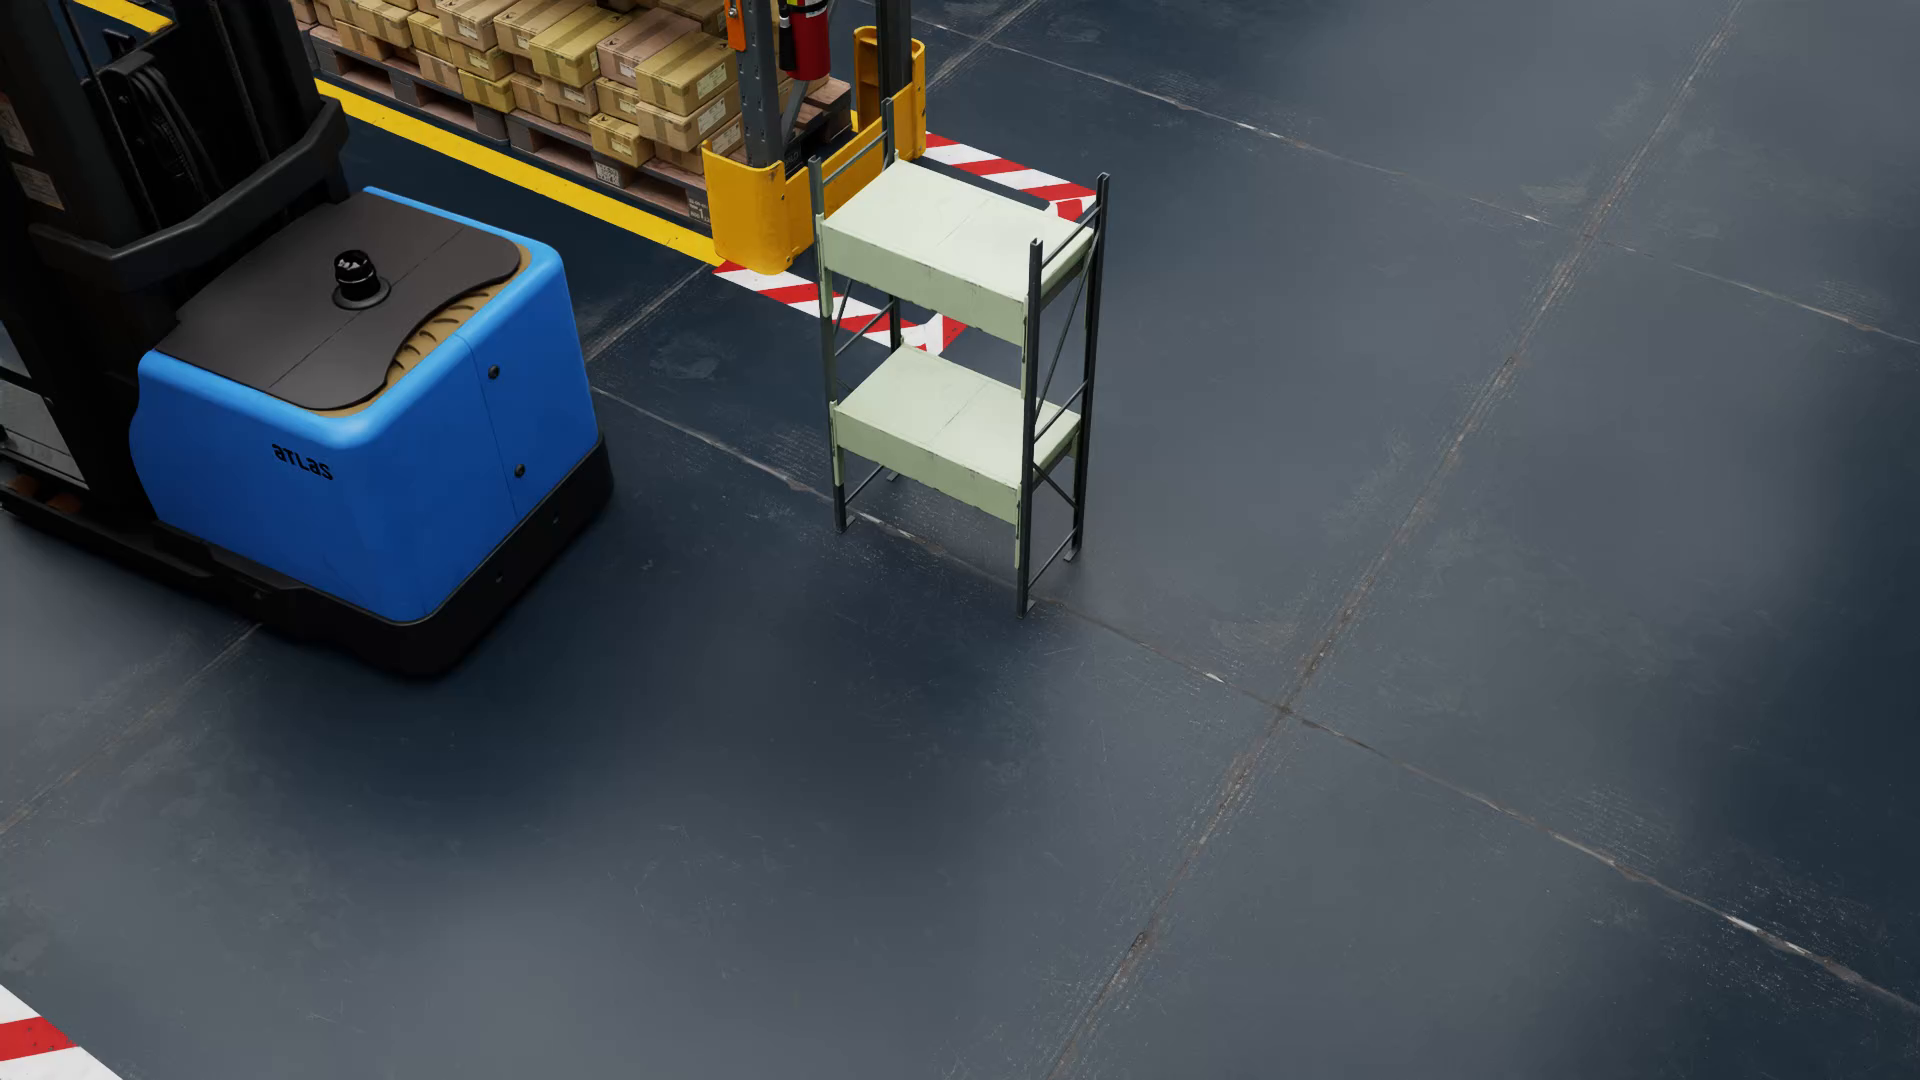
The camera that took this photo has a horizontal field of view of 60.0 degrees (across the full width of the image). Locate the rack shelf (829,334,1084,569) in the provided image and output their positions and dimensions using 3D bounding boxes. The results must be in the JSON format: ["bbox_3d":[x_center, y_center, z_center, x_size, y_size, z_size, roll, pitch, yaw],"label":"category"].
[{"bbox_3d":[-0.006,-0.298,5.448,0.720,0.370,0.431,25,51,22],"label":"rack shelf"}]

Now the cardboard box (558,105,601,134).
[{"bbox_3d":[-1.525,-1.923,7.222,0.250,0.149,0.380,24,51,22],"label":"cardboard box"}]

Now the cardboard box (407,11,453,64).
[{"bbox_3d":[-2.208,-2.291,7.372,0.250,0.149,0.380,27,52,24],"label":"cardboard box"}]

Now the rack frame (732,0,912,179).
[{"bbox_3d":[-0.523,-2.499,6.087,0.127,3.000,1.000,25,51,22],"label":"rack frame"}]

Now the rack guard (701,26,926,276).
[{"bbox_3d":[-0.587,-1.657,7.012,0.348,0.500,1.175,25,51,22],"label":"rack guard"}]

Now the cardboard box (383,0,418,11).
[{"bbox_3d":[-2.410,-2.529,7.396,0.250,0.149,0.380,25,51,22],"label":"cardboard box"}]

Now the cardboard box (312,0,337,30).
[{"bbox_3d":[-2.809,-2.547,7.828,0.250,0.149,0.380,23,50,21],"label":"cardboard box"}]

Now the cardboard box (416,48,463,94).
[{"bbox_3d":[-2.208,-2.189,7.481,0.250,0.149,0.380,26,51,23],"label":"cardboard box"}]

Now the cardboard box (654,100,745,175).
[{"bbox_3d":[-1.078,-1.730,7.034,0.250,0.149,0.380,26,51,23],"label":"cardboard box"}]

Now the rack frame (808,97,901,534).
[{"bbox_3d":[-0.314,-0.667,5.352,0.023,1.500,0.400,25,51,22],"label":"rack frame"}]

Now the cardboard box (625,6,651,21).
[{"bbox_3d":[-1.279,-2.295,7.376,0.250,0.149,0.380,25,51,23],"label":"cardboard box"}]

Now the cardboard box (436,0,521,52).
[{"bbox_3d":[-2.012,-2.276,7.150,0.250,0.149,0.380,27,51,23],"label":"cardboard box"}]

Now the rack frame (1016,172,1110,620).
[{"bbox_3d":[0.302,-0.384,5.077,0.023,1.500,0.400,25,51,22],"label":"rack frame"}]

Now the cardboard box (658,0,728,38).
[{"bbox_3d":[-1.077,-2.301,7.175,0.250,0.149,0.380,26,51,23],"label":"cardboard box"}]

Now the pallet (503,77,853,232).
[{"bbox_3d":[-1.251,-1.893,7.442,1.213,0.211,1.003,25,51,22],"label":"pallet"}]

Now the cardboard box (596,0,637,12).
[{"bbox_3d":[-1.474,-2.522,7.390,0.250,0.149,0.380,22,50,20],"label":"cardboard box"}]

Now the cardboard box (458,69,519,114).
[{"bbox_3d":[-1.989,-2.071,7.366,0.250,0.149,0.380,23,50,20],"label":"cardboard box"}]

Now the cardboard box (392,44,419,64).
[{"bbox_3d":[-2.380,-2.332,7.620,0.250,0.149,0.380,26,51,23],"label":"cardboard box"}]

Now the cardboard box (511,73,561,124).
[{"bbox_3d":[-1.740,-2.010,7.307,0.250,0.149,0.380,25,51,22],"label":"cardboard box"}]

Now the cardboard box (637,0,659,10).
[{"bbox_3d":[-1.220,-2.476,7.345,0.250,0.149,0.380,25,51,22],"label":"cardboard box"}]

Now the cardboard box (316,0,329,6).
[{"bbox_3d":[-2.827,-2.627,7.699,0.250,0.149,0.380,27,52,24],"label":"cardboard box"}]

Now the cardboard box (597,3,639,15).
[{"bbox_3d":[-1.436,-2.460,7.536,0.250,0.149,0.380,26,51,23],"label":"cardboard box"}]

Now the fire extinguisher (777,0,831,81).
[{"bbox_3d":[-0.560,-1.966,5.883,0.183,0.674,0.296,25,51,22],"label":"fire extinguisher"}]

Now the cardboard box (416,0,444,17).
[{"bbox_3d":[-2.174,-2.445,7.314,0.250,0.149,0.380,23,50,21],"label":"cardboard box"}]

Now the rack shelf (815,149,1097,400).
[{"bbox_3d":[-0.006,-0.797,4.935,0.720,0.370,0.431,25,51,22],"label":"rack shelf"}]

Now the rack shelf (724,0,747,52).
[{"bbox_3d":[-2.206,-3.023,7.097,4.000,0.370,1.077,25,51,22],"label":"rack shelf"}]

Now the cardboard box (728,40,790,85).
[{"bbox_3d":[-0.825,-2.113,7.200,0.250,0.149,0.380,27,52,24],"label":"cardboard box"}]

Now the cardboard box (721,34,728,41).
[{"bbox_3d":[-1.025,-2.253,7.336,0.250,0.149,0.380,24,51,22],"label":"cardboard box"}]

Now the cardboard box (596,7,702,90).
[{"bbox_3d":[-1.286,-2.043,6.924,0.250,0.149,0.380,26,51,23],"label":"cardboard box"}]

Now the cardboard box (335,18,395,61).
[{"bbox_3d":[-2.642,-2.388,7.674,0.250,0.149,0.380,23,50,21],"label":"cardboard box"}]

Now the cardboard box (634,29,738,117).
[{"bbox_3d":[-1.105,-1.911,6.796,0.250,0.149,0.380,25,51,23],"label":"cardboard box"}]

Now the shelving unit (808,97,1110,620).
[{"bbox_3d":[-0.006,-0.525,5.215,0.755,1.500,0.431,25,51,22],"label":"shelving unit"}]

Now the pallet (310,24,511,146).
[{"bbox_3d":[-2.274,-2.365,7.901,1.213,0.211,1.003,25,51,22],"label":"pallet"}]

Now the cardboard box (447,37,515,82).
[{"bbox_3d":[-2.002,-2.180,7.265,0.250,0.149,0.380,25,51,23],"label":"cardboard box"}]

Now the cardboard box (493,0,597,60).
[{"bbox_3d":[-1.756,-2.205,7.082,0.250,0.149,0.380,23,50,21],"label":"cardboard box"}]

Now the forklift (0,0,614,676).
[{"bbox_3d":[-2.765,-1.343,5.012,3.031,2.935,1.130,20,49,18],"label":"forklift"}]

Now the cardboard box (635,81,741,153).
[{"bbox_3d":[-1.121,-1.788,6.883,0.250,0.149,0.380,23,50,21],"label":"cardboard box"}]

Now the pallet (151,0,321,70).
[{"bbox_3d":[-3.305,-2.837,8.360,1.213,0.211,1.003,25,51,22],"label":"pallet"}]

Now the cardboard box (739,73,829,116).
[{"bbox_3d":[-0.791,-2.048,7.344,0.250,0.149,0.380,26,51,23],"label":"cardboard box"}]

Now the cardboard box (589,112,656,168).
[{"bbox_3d":[-1.349,-1.768,7.072,0.250,0.149,0.380,26,51,23],"label":"cardboard box"}]

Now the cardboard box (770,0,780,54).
[{"bbox_3d":[-0.780,-2.267,7.142,0.250,0.149,0.380,23,50,20],"label":"cardboard box"}]

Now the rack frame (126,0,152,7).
[{"bbox_3d":[-3.890,-4.048,7.592,0.127,3.000,1.000,25,51,22],"label":"rack frame"}]

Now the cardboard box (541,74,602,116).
[{"bbox_3d":[-1.559,-1.988,7.078,0.250,0.149,0.380,23,50,21],"label":"cardboard box"}]

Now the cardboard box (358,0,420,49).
[{"bbox_3d":[-2.455,-2.381,7.460,0.250,0.149,0.380,25,51,22],"label":"cardboard box"}]

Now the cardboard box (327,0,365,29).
[{"bbox_3d":[-2.649,-2.491,7.567,0.250,0.149,0.380,24,51,22],"label":"cardboard box"}]

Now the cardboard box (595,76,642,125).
[{"bbox_3d":[-1.312,-1.921,7.013,0.250,0.149,0.380,24,50,21],"label":"cardboard box"}]

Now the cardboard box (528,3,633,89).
[{"bbox_3d":[-1.572,-2.067,6.947,0.250,0.149,0.380,24,50,21],"label":"cardboard box"}]

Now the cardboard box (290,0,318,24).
[{"bbox_3d":[-3.055,-2.630,7.909,0.250,0.149,0.380,24,50,21],"label":"cardboard box"}]

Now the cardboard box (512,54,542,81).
[{"bbox_3d":[-1.730,-2.154,7.239,0.250,0.149,0.380,24,51,22],"label":"cardboard box"}]
